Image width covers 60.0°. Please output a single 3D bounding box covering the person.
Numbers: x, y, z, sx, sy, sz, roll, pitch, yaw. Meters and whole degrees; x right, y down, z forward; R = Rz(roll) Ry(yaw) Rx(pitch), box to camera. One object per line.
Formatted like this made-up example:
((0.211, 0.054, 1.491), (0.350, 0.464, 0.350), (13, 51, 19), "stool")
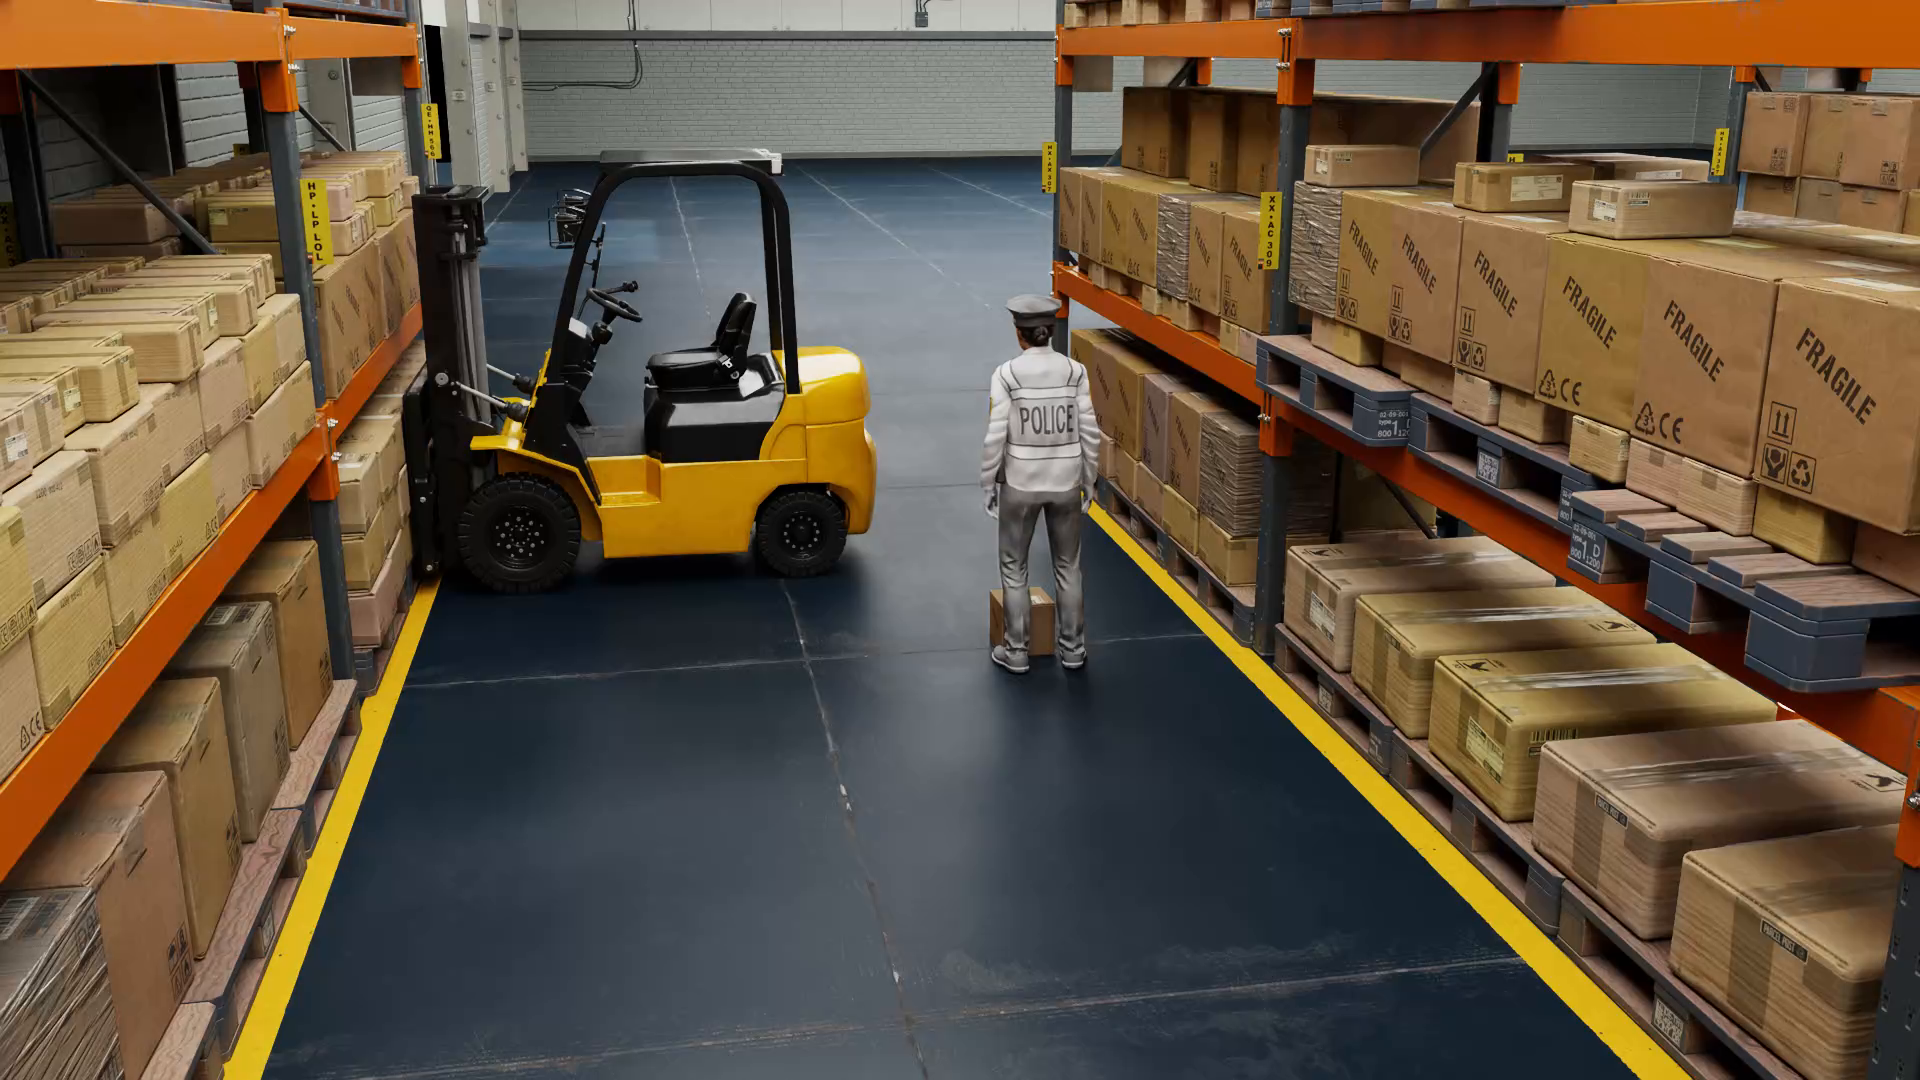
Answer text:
((0.348, -0.229, 7.305), (0.525, 1.662, 0.374), (-3, 17, -11), "person")
